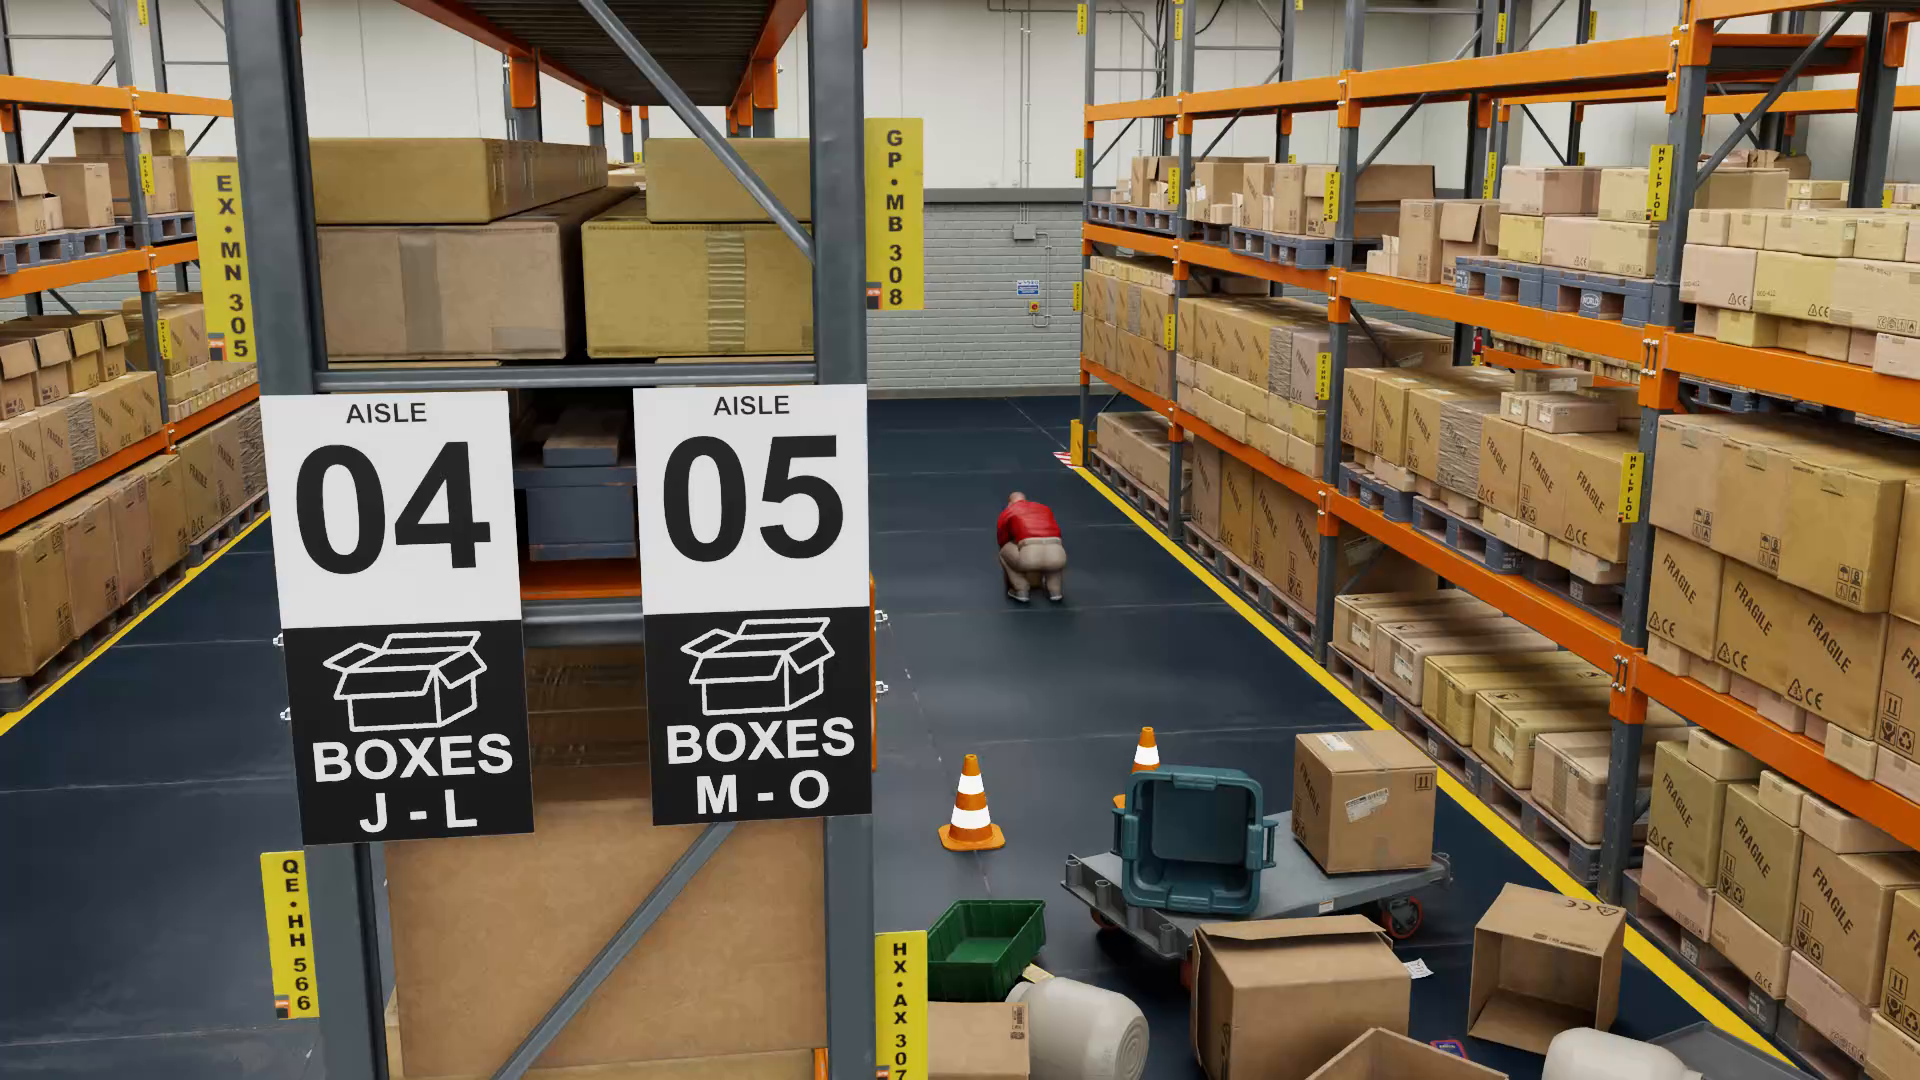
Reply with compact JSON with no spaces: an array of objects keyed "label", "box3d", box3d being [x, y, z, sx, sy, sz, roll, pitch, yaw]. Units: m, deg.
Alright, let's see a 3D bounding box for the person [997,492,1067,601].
[{"label":"person","box3d":[0.600,0.087,13.845,0.546,0.851,0.881,-2,13,-8]}]
